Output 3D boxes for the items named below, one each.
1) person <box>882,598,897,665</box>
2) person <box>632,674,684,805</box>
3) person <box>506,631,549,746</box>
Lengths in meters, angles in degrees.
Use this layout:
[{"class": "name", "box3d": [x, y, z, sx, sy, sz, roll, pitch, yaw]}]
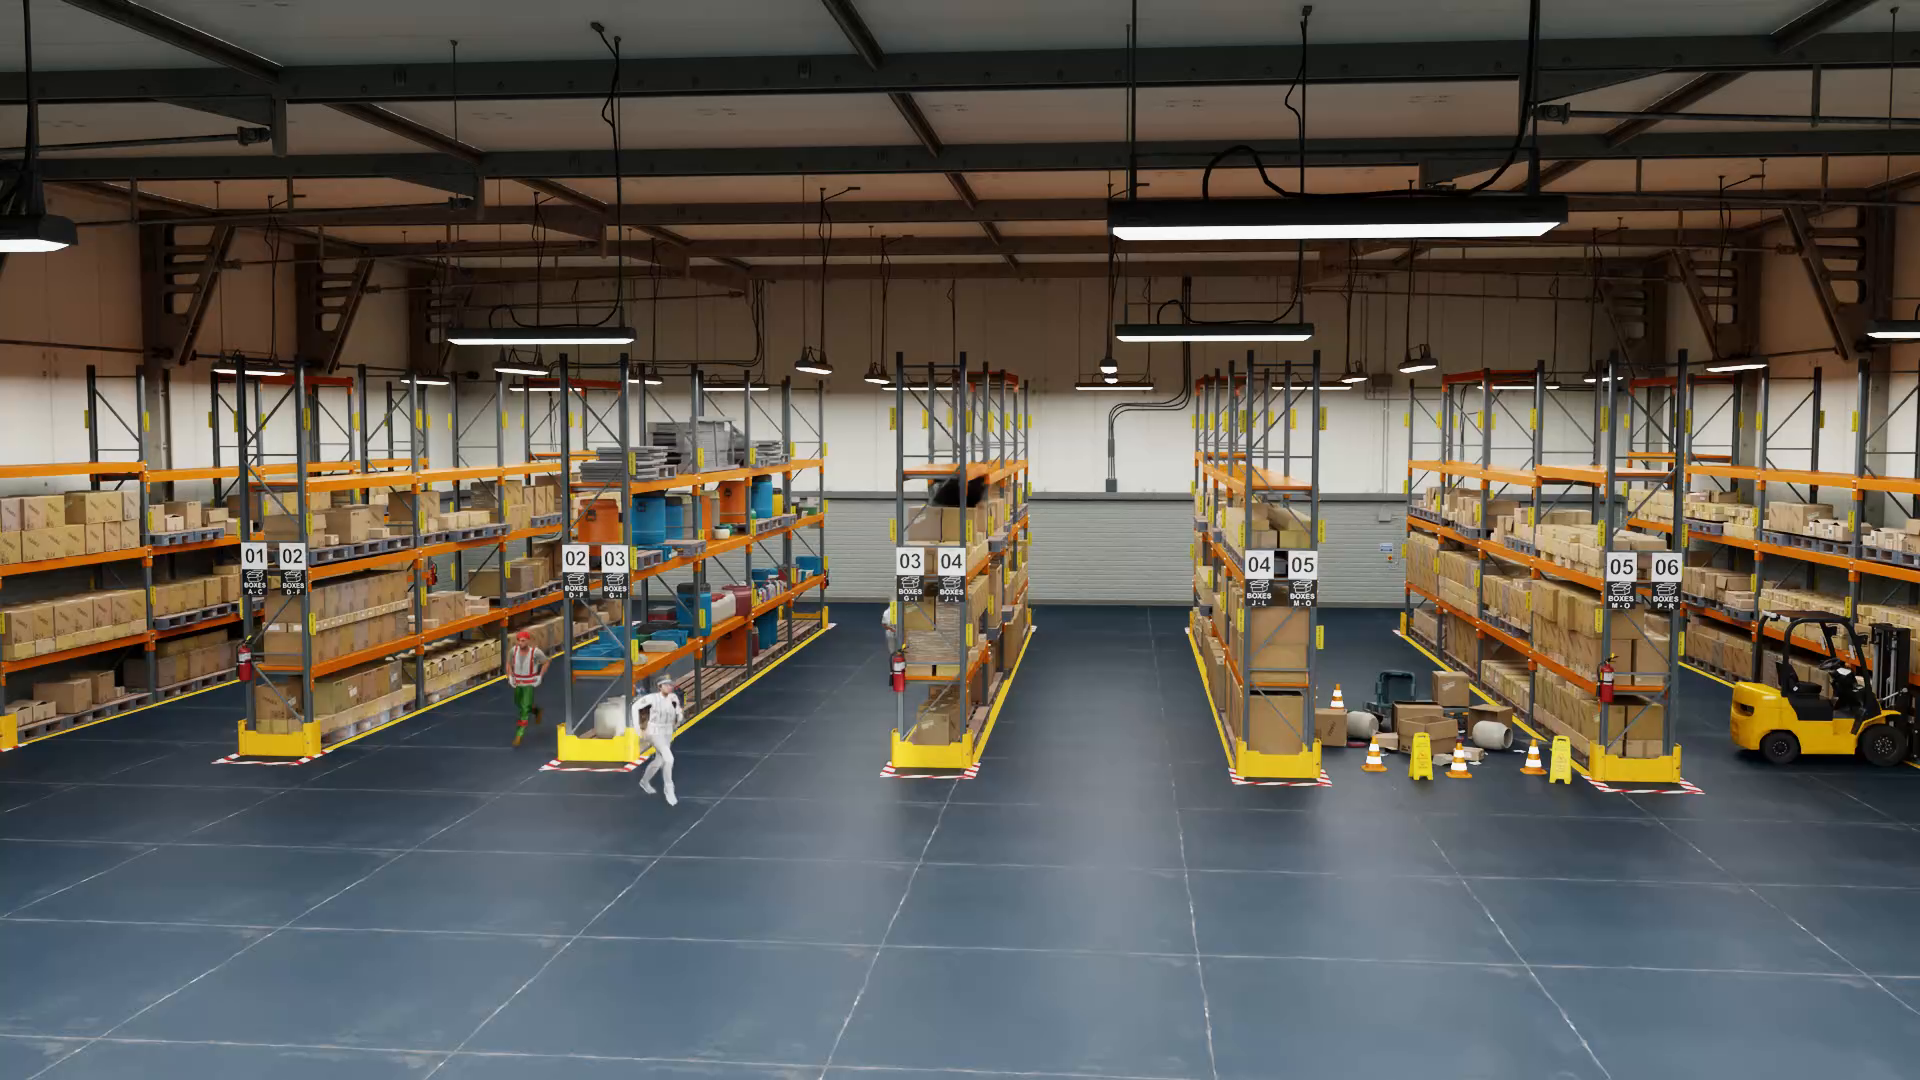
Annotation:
[{"class": "person", "box3d": [-1.239, 1.907, 32.450, 0.562, 1.614, 0.677, 0, 4, 3]}, {"class": "person", "box3d": [-3.980, 2.608, 21.963, 0.827, 1.725, 0.636, 4, 6, 43]}, {"class": "person", "box3d": [-6.789, 2.286, 26.145, 0.660, 1.771, 1.026, 1, 4, 11]}]
